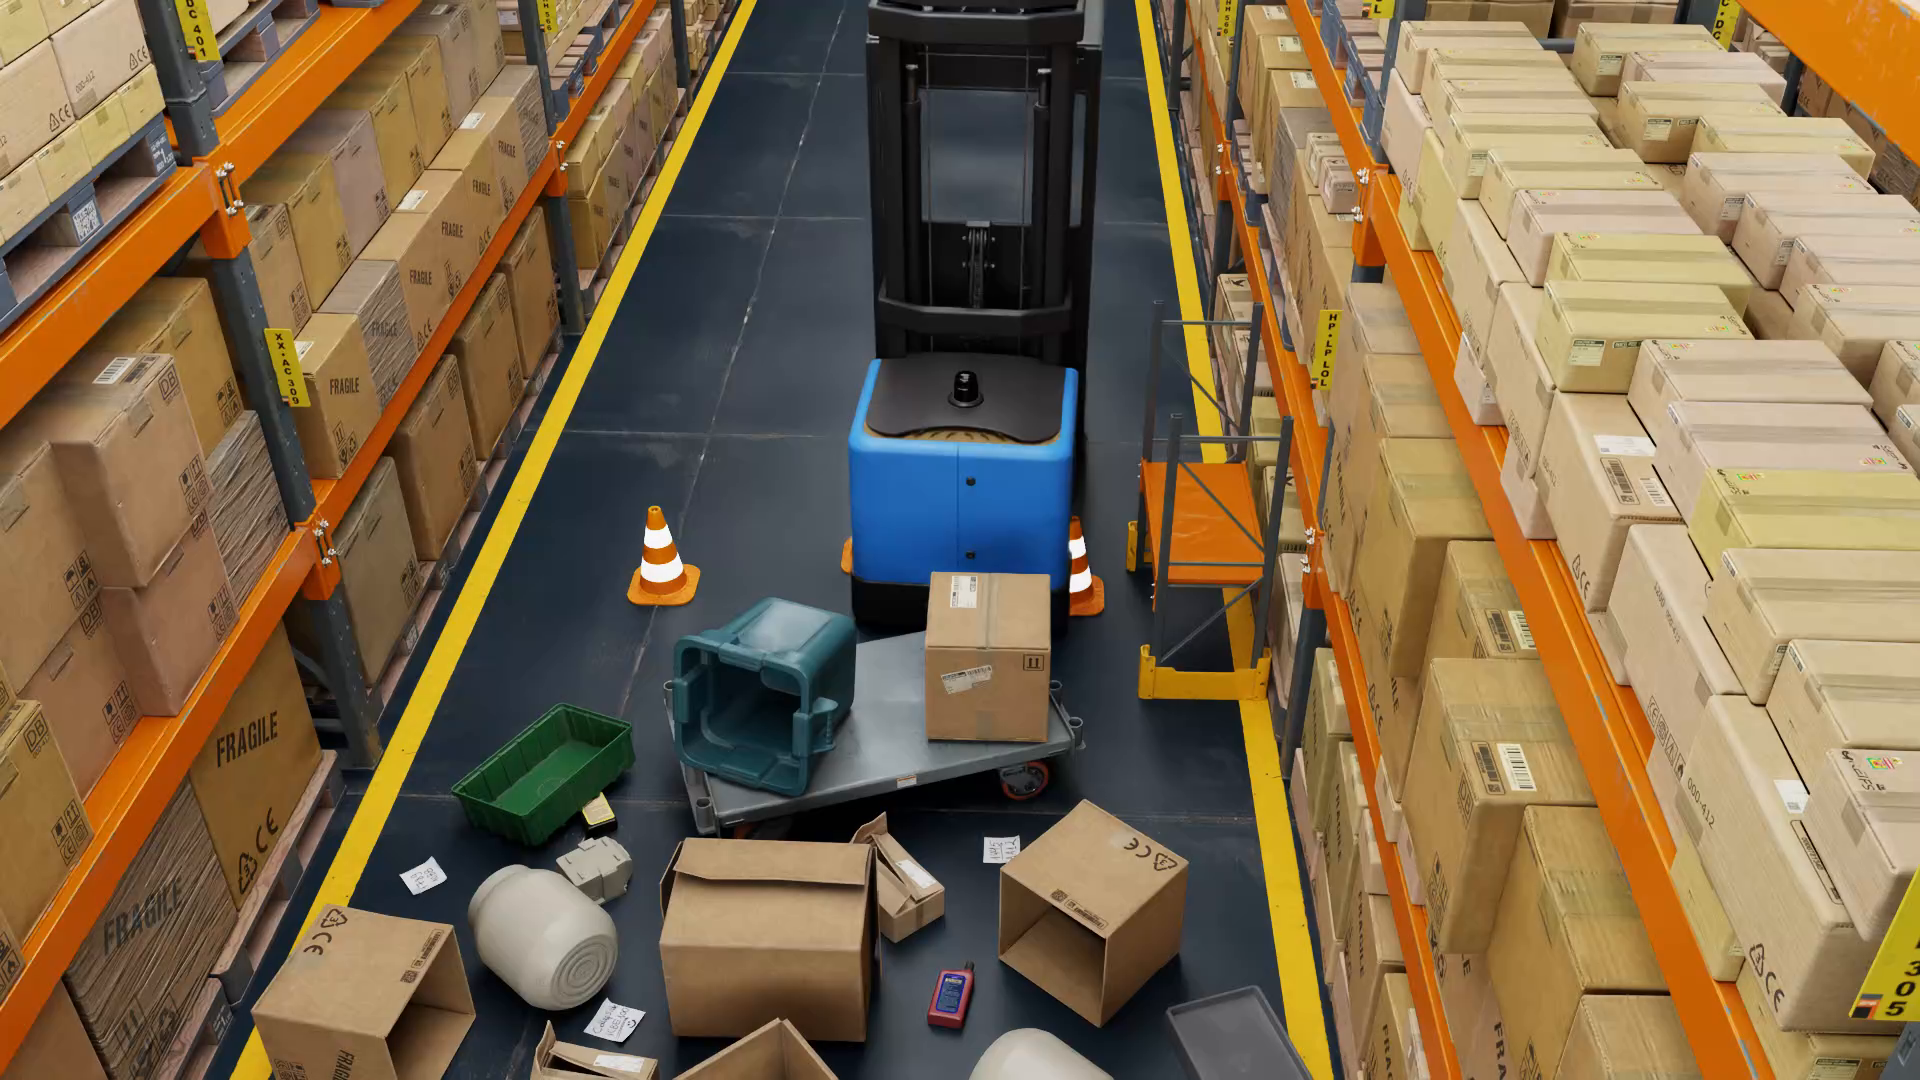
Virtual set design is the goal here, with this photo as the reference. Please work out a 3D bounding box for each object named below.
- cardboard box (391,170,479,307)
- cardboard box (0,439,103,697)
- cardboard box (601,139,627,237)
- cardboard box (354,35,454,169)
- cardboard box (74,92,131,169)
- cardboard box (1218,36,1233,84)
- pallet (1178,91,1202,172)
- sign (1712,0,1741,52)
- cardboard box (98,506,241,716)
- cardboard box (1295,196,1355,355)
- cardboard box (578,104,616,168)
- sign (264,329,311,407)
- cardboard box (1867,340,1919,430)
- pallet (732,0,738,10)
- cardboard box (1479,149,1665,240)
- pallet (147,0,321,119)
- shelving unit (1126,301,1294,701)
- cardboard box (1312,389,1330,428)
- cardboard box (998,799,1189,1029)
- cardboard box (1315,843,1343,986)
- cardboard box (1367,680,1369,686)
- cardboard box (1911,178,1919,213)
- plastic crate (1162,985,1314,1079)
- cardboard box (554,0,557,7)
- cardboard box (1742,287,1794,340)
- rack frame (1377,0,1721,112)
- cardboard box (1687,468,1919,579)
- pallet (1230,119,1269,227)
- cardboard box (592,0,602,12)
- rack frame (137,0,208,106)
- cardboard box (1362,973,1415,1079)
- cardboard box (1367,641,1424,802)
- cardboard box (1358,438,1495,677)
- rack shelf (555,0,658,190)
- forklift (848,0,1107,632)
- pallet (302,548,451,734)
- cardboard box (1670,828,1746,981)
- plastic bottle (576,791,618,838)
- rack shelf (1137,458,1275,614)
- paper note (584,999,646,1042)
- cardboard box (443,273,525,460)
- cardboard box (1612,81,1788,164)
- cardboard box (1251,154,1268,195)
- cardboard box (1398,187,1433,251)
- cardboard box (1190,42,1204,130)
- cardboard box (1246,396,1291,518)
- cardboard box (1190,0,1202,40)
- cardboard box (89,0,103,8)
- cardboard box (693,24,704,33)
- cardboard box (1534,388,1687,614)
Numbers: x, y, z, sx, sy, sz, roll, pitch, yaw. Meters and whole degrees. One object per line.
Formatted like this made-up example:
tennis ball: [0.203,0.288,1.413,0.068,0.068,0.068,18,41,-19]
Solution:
cardboard box: [-2.698,-1.468,8.089,0.500,0.500,0.500,2,35,3]
cardboard box: [-3.165,0.071,4.916,0.875,0.550,0.550,1,35,2]
cardboard box: [-2.590,-2.399,11.310,0.500,0.500,0.500,2,35,2]
cardboard box: [-2.956,-2.168,8.215,0.700,0.500,0.500,1,35,1]
cardboard box: [-2.756,-1.238,5.007,0.380,0.149,0.250,2,35,3]
cardboard box: [1.825,-2.932,9.954,0.500,0.250,0.500,1,35,2]
pallet: [2.265,-3.217,13.089,1.003,0.211,1.213,1,35,2]
sign: [2.442,-1.637,5.358,0.100,0.325,0.005,1,35,2]
cardboard box: [-3.053,0.205,5.665,0.875,0.550,0.550,1,35,2]
cardboard box: [1.707,-1.096,6.936,0.500,0.500,0.500,2,35,2]
cardboard box: [-2.600,-2.699,11.083,0.500,0.250,0.500,1,35,1]
sign: [-2.496,-0.637,6.172,0.100,0.325,0.005,1,35,2]
cardboard box: [2.113,-0.281,3.403,0.380,0.149,0.250,2,35,3]
pallet: [-2.640,-5.507,16.347,1.003,0.211,1.213,1,35,2]
cardboard box: [1.563,-0.888,4.267,0.380,0.149,0.250,0,35,0]
pallet: [-3.063,-1.939,6.404,0.805,0.209,1.217,0,35,0]
shelving unit: [1.129,-0.189,7.660,0.587,1.500,1.083,1,35,1]
cardboard box: [1.644,-0.577,6.762,0.380,0.149,0.250,2,35,3]
cardboard box: [0.497,1.399,6.267,0.500,0.500,0.500,28,44,33]
cardboard box: [1.596,1.386,6.140,0.500,0.250,0.500,3,35,5]
cardboard box: [1.583,0.511,5.579,0.380,0.149,0.250,2,35,3]
cardboard box: [6.871,-2.377,11.278,0.500,0.500,0.500,3,35,4]
plastic crate: [1.017,1.871,5.964,0.402,0.080,0.583,-10,36,-14]
cardboard box: [-2.670,-3.289,10.102,0.380,0.149,0.250,0,35,1]
cardboard box: [2.091,-0.359,3.861,0.500,0.250,0.500,2,35,3]
rack frame: [1.899,-2.661,4.656,1.000,3.000,0.127,1,35,2]
cardboard box: [1.559,0.001,3.002,0.380,0.149,0.250,2,35,2]
pallet: [2.138,-2.014,9.120,1.213,0.211,1.003,1,35,2]
cardboard box: [-2.619,-3.644,11.125,0.380,0.149,0.250,2,35,3]
rack frame: [-3.051,-2.717,4.736,1.000,3.000,0.127,1,35,2]
cardboard box: [1.555,1.682,5.068,0.500,0.500,0.500,1,35,1]
cardboard box: [1.573,0.454,5.095,0.500,0.500,0.500,1,35,1]
cardboard box: [1.575,0.051,4.800,0.700,0.500,0.500,1,35,1]
rack shelf: [-2.810,-3.416,11.573,1.077,0.370,4.000,1,35,2]
forklift: [0.134,-1.588,8.406,1.130,2.935,3.031,3,35,4]
pallet: [-3.095,0.433,7.896,1.003,0.211,1.213,1,35,2]
cardboard box: [1.451,0.612,2.826,0.380,0.149,0.250,2,35,2]
plastic bottle: [-1.554,1.133,7.030,0.133,0.061,0.283,-17,38,-22]
rack shelf: [1.129,-0.037,7.756,0.538,0.185,1.000,1,35,1]
paper note: [-1.277,1.778,6.146,0.172,0.023,0.155,13,37,18]
cardboard box: [-3.036,-0.962,9.047,1.050,0.750,0.750,2,35,3]
cardboard box: [2.071,-1.171,4.670,0.380,0.149,0.250,2,35,3]
cardboard box: [1.727,-1.916,8.666,0.380,0.149,0.250,2,35,2]
cardboard box: [1.573,-1.008,5.131,0.380,0.149,0.250,1,35,2]
cardboard box: [2.276,-3.747,12.901,0.875,0.875,0.875,2,35,3]
cardboard box: [1.969,-0.417,8.601,0.950,0.372,0.625,2,35,3]
cardboard box: [1.854,-3.616,11.363,0.500,0.250,0.500,1,35,1]
cardboard box: [-2.747,-1.709,4.982,0.380,0.149,0.250,1,35,1]
cardboard box: [-2.425,-4.363,14.409,0.380,0.149,0.250,1,35,2]
cardboard box: [1.527,-0.083,3.468,0.500,0.250,0.500,2,35,3]
